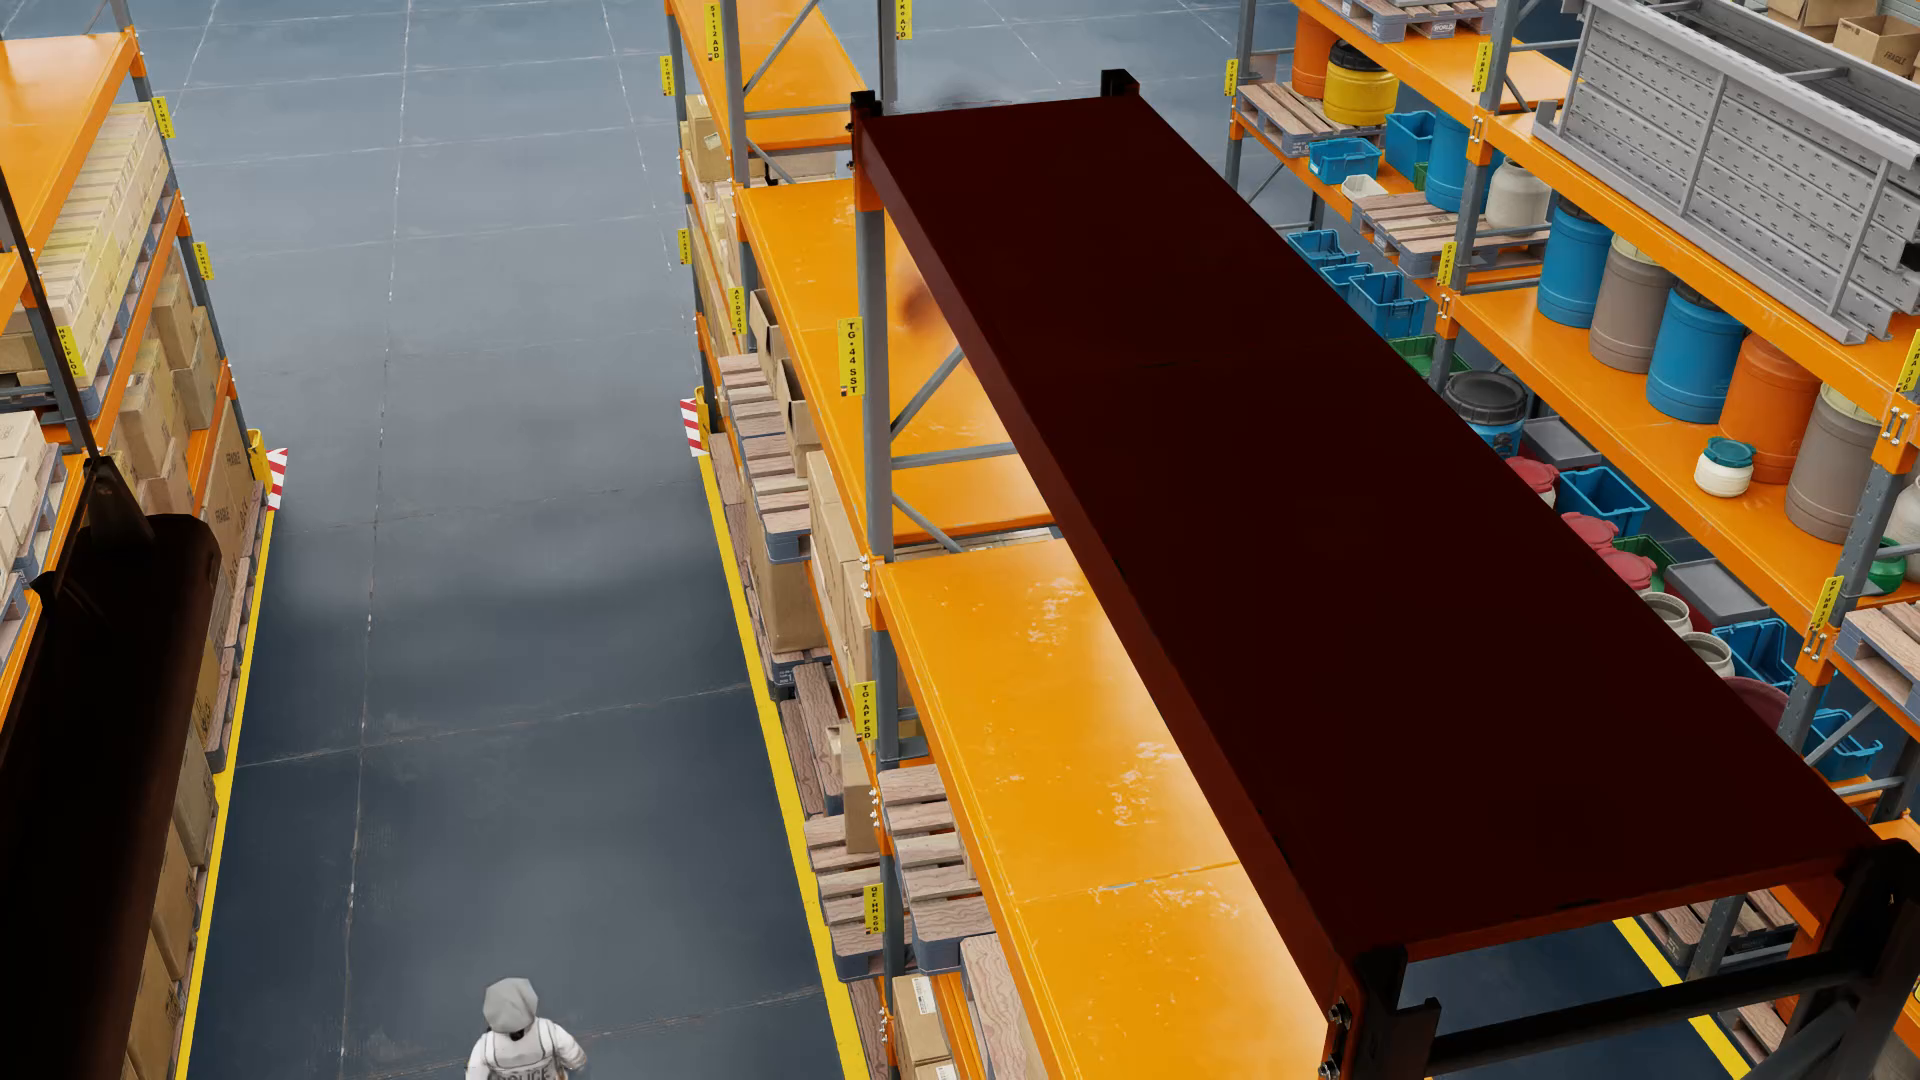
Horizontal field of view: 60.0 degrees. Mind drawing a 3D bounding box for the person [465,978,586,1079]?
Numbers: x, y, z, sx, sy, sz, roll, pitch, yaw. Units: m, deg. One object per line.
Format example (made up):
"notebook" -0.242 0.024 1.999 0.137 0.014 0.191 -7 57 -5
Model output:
"person" -2.119 2.708 8.176 0.605 1.665 0.529 -8 35 -12
